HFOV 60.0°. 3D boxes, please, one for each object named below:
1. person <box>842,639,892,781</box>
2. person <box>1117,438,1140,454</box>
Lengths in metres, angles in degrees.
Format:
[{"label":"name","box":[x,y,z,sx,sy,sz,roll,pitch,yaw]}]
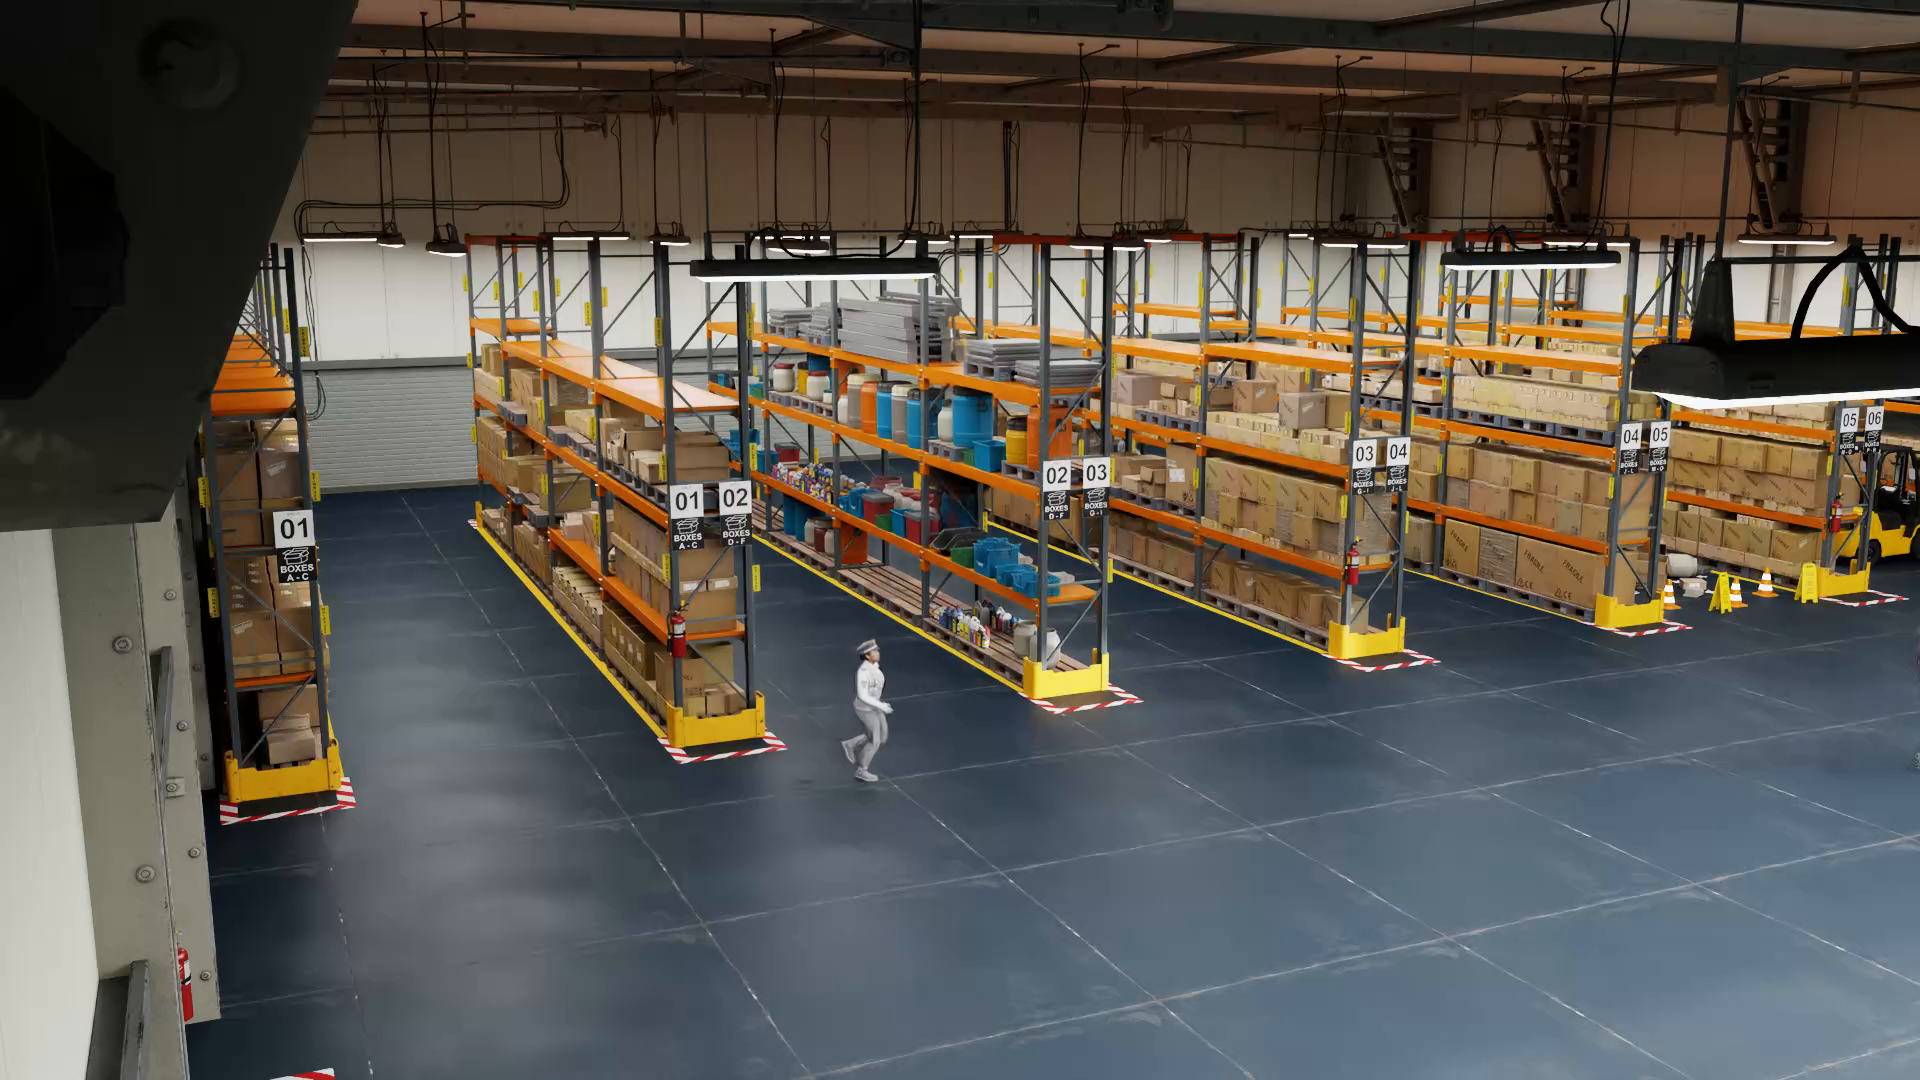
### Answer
[{"label":"person","box":[-1.038,1.918,18.940,0.608,1.665,0.643,2,11,11]},{"label":"person","box":[4.224,-2.629,42.046,0.861,1.784,0.712,5,12,26]}]
